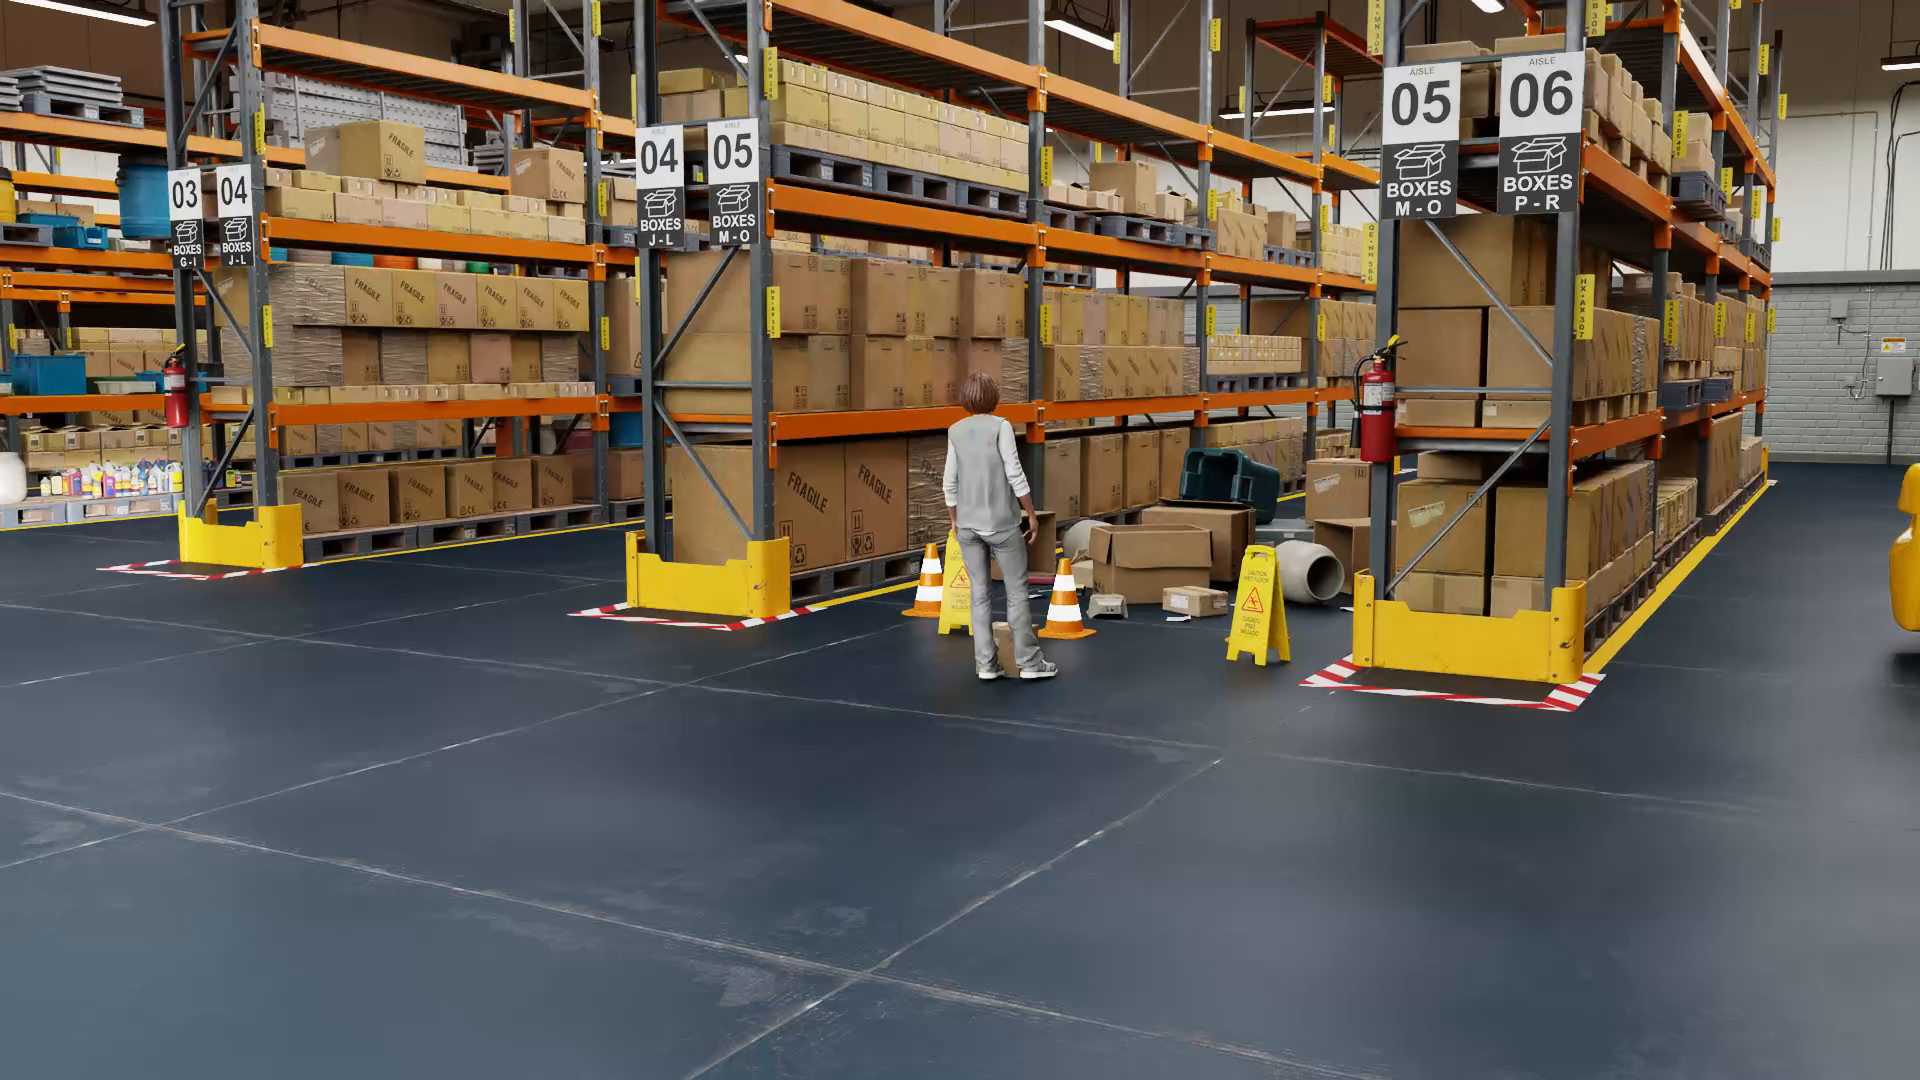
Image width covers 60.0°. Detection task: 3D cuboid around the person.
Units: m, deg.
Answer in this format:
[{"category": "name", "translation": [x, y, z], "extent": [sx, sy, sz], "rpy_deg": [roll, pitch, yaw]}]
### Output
[{"category": "person", "translation": [0.196, -0.072, 8.649], "extent": [0.521, 1.597, 0.474], "rpy_deg": [3, 7, 29]}]
